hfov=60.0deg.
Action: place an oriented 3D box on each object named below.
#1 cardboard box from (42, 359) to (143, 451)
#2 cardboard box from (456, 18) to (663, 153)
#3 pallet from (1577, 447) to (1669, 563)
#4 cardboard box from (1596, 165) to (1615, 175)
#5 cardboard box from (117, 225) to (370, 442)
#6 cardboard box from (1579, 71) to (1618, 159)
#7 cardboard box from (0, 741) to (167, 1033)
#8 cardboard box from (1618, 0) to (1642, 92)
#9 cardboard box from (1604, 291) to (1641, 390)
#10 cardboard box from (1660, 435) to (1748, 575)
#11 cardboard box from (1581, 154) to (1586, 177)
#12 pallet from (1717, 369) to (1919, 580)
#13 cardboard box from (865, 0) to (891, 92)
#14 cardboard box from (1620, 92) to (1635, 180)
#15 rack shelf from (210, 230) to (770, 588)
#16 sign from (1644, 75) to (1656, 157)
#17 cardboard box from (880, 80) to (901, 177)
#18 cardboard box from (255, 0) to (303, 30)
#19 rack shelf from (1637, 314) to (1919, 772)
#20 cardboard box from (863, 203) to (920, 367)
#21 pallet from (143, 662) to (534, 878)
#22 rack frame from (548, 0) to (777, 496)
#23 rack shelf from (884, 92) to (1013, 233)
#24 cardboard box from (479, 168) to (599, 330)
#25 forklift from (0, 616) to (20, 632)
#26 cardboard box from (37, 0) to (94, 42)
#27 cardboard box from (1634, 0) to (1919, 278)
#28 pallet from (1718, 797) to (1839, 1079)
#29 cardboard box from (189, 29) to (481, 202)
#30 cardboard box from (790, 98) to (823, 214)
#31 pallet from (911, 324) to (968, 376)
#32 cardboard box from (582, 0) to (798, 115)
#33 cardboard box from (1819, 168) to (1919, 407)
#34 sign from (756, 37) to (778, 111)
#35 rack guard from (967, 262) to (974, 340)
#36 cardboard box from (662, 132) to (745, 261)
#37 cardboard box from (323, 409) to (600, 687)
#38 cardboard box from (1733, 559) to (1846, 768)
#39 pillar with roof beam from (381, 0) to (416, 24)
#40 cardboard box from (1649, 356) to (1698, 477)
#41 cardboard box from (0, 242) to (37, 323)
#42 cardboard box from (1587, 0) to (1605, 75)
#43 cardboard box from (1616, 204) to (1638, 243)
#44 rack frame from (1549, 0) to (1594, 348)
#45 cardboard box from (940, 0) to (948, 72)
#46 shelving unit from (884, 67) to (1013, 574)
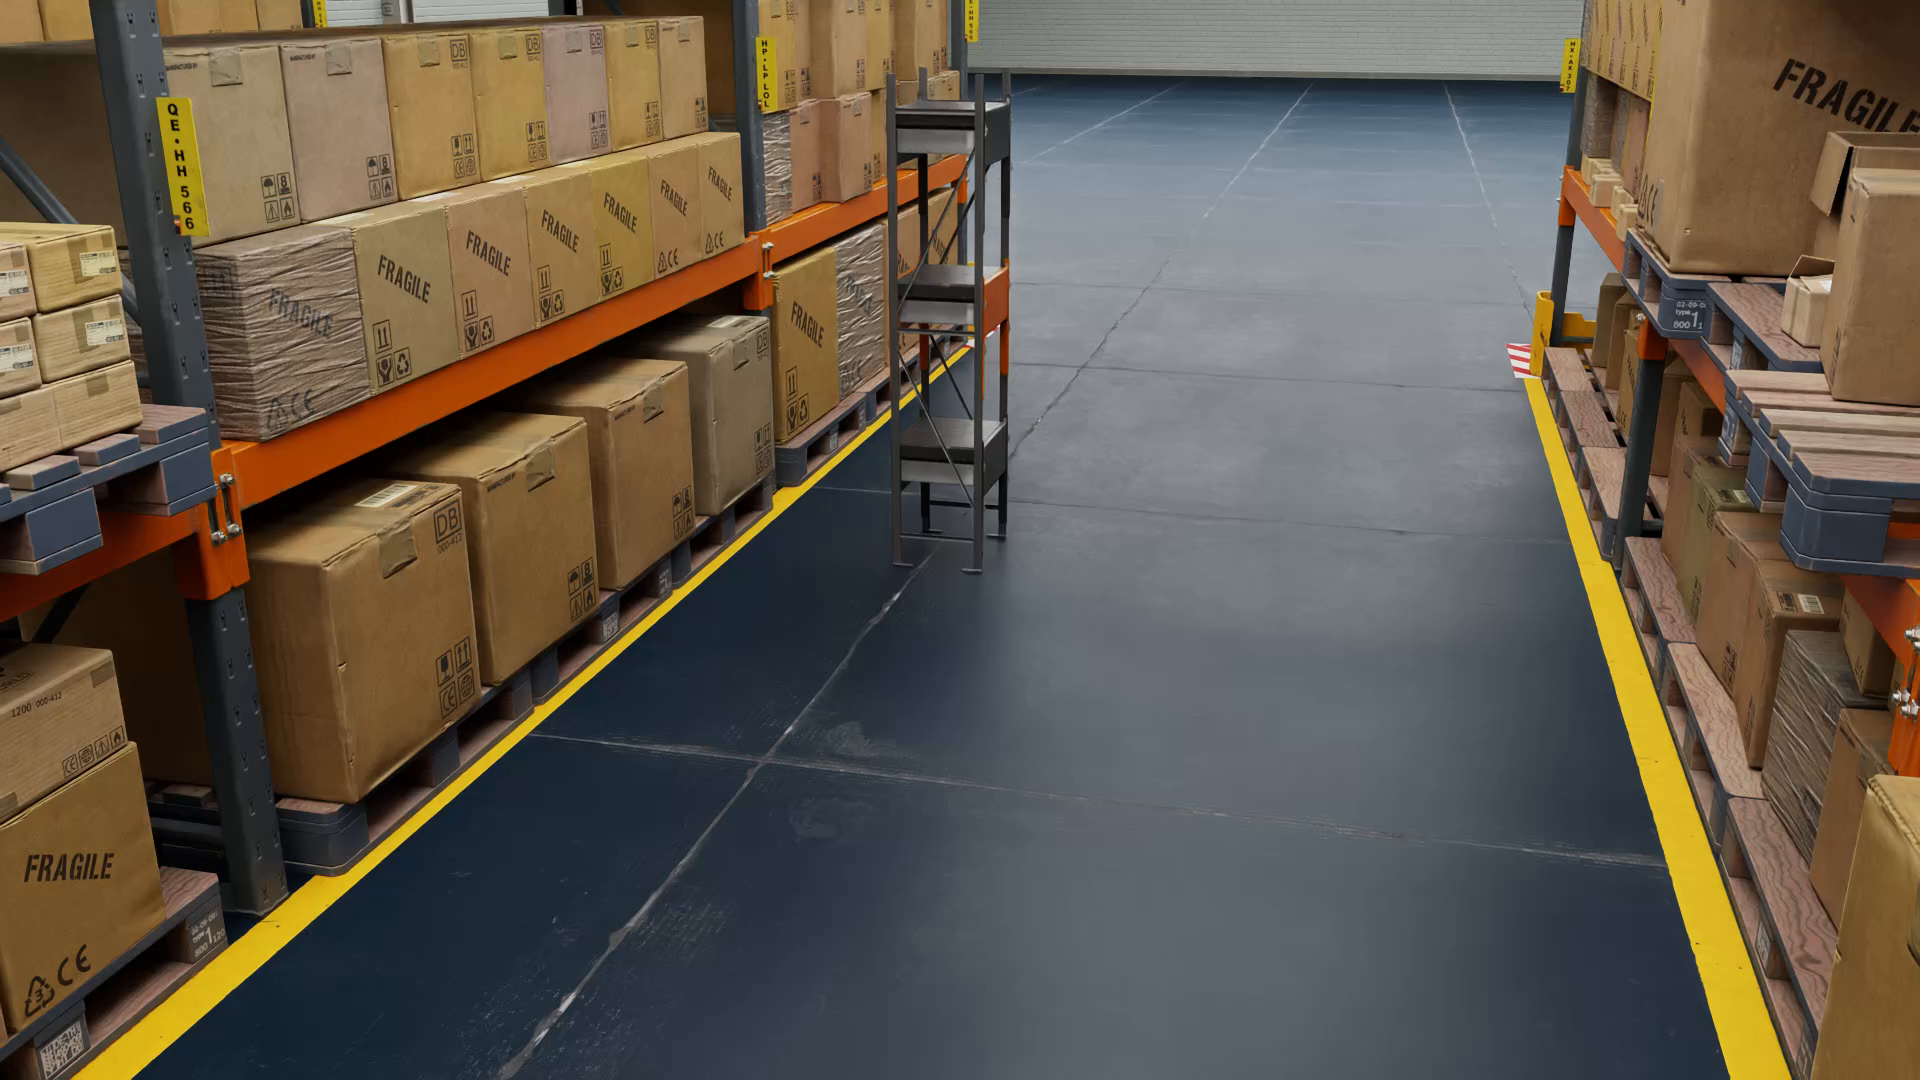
[{"bbox_3d":[-2.076,-0.315,3.707,0.380,0.149,0.250,5,19,14],"label":"cardboard box"},{"bbox_3d":[-1.663,-1.882,6.857,0.700,0.500,0.500,4,19,12],"label":"cardboard box"},{"bbox_3d":[3.491,-0.150,7.799,1.003,0.211,1.213,5,19,13],"label":"pallet"},{"bbox_3d":[3.774,-2.009,9.316,0.380,0.149,0.250,5,19,13],"label":"cardboard box"},{"bbox_3d":[-2.029,-0.592,4.627,0.500,0.500,0.500,5,19,14],"label":"cardboard box"},{"bbox_3d":[4.178,-2.528,9.832,0.875,0.500,0.500,5,19,13],"label":"cardboard box"},{"bbox_3d":[-2.308,0.785,3.965,0.500,0.500,0.500,5,19,13],"label":"cardboard box"},{"bbox_3d":[3.449,-2.394,7.893,0.500,0.500,0.500,5,19,13],"label":"cardboard box"},{"bbox_3d":[4.057,-1.141,9.605,0.500,0.500,0.500,10,21,28],"label":"cardboard box"},{"bbox_3d":[3.191,-0.091,6.499,0.700,0.500,0.500,3,19,9],"label":"cardboard box"},{"bbox_3d":[3.958,-2.244,10.004,0.380,0.149,0.250,5,19,13],"label":"cardboard box"},{"bbox_3d":[2.455,-0.143,3.763,1.213,0.211,1.003,5,19,13],"label":"pallet"},{"bbox_3d":[-0.891,-2.881,9.579,0.875,0.550,0.500,5,19,13],"label":"cardboard box"},{"bbox_3d":[3.874,-2.052,8.441,0.875,0.500,0.500,5,19,13],"label":"cardboard box"},{"bbox_3d":[-1.912,-0.712,6.245,1.077,0.370,4.000,5,19,13],"label":"rack shelf"},{"bbox_3d":[2.833,-1.706,6.703,0.100,0.325,0.005,5,19,13],"label":"sign"},{"bbox_3d":[-0.865,-2.545,10.265,0.875,0.550,0.550,5,19,13],"label":"cardboard box"},{"bbox_3d":[-5.184,-3.776,11.941,0.700,0.500,0.500,4,19,12],"label":"cardboard box"},{"bbox_3d":[2.873,-0.289,5.005,1.077,0.370,4.000,5,19,13],"label":"rack shelf"},{"bbox_3d":[-0.761,-1.633,10.464,0.875,0.875,0.875,4,19,13],"label":"cardboard box"},{"bbox_3d":[-2.135,0.653,5.450,1.003,0.211,1.213,5,19,13],"label":"pallet"},{"bbox_3d":[-1.423,-1.679,7.964,1.000,3.000,0.127,5,19,13],"label":"rack frame"},{"bbox_3d":[-0.040,-1.591,6.974,0.431,0.518,0.480,5,19,13],"label":"rack shelf"},{"bbox_3d":[-1.660,-1.066,6.013,0.500,0.500,0.500,4,19,13],"label":"cardboard box"},{"bbox_3d":[-5.079,-1.176,6.596,3.031,2.935,1.130,2,19,5],"label":"forklift"},{"bbox_3d":[-5.635,-3.134,10.062,0.700,0.500,0.500,4,19,12],"label":"cardboard box"},{"bbox_3d":[3.032,-1.501,5.863,1.000,1.000,1.000,5,19,14],"label":"cardboard box"},{"bbox_3d":[2.577,1.072,4.221,1.003,0.211,1.213,5,19,13],"label":"pallet"},{"bbox_3d":[-2.036,-1.406,5.461,0.700,0.500,0.500,4,19,13],"label":"cardboard box"},{"bbox_3d":[-1.232,-2.041,8.791,0.875,0.550,0.550,5,19,13],"label":"cardboard box"},{"bbox_3d":[-0.566,-1.357,11.333,1.003,0.211,1.213,5,19,13],"label":"pallet"},{"bbox_3d":[-1.300,-2.374,8.096,0.875,0.550,0.550,5,19,13],"label":"cardboard box"},{"bbox_3d":[2.517,-0.604,4.010,0.700,0.500,0.500,8,20,21],"label":"cardboard box"},{"bbox_3d":[-0.895,-2.150,7.673,0.100,0.325,0.005,5,19,13],"label":"sign"},{"bbox_3d":[-0.440,-1.758,12.060,1.175,0.500,0.348,5,19,13],"label":"rack guard"},{"bbox_3d":[-1.292,-1.542,7.407,0.500,0.500,0.500,5,19,13],"label":"cardboard box"},{"bbox_3d":[-1.954,-0.018,5.930,1.050,0.750,0.750,5,19,14],"label":"cardboard box"},{"bbox_3d":[2.783,0.408,5.040,0.700,0.500,0.500,6,20,18],"label":"cardboard box"},{"bbox_3d":[-4.023,-9.796,22.446,9.100,9.000,0.400,5,19,13],"label":"pillar with roof beam"},{"bbox_3d":[3.631,-0.574,7.946,0.500,0.500,0.500,12,22,31],"label":"cardboard box"},{"bbox_3d":[-2.140,-0.519,3.384,0.380,0.149,0.250,4,19,13],"label":"cardboard box"},{"bbox_3d":[3.811,-2.864,9.270,0.500,0.500,0.500,5,19,13],"label":"cardboard box"},{"bbox_3d":[3.272,-1.466,7.728,0.380,0.149,0.250,5,19,13],"label":"cardboard box"},{"bbox_3d":[4.339,-2.510,10.395,1.000,3.000,0.127,5,19,13],"label":"rack frame"},{"bbox_3d":[-0.574,-3.402,11.104,0.875,0.550,0.550,5,19,13],"label":"cardboard box"},{"bbox_3d":[-0.040,-0.942,7.196,0.431,2.100,0.503,5,19,13],"label":"shelving unit"}]
